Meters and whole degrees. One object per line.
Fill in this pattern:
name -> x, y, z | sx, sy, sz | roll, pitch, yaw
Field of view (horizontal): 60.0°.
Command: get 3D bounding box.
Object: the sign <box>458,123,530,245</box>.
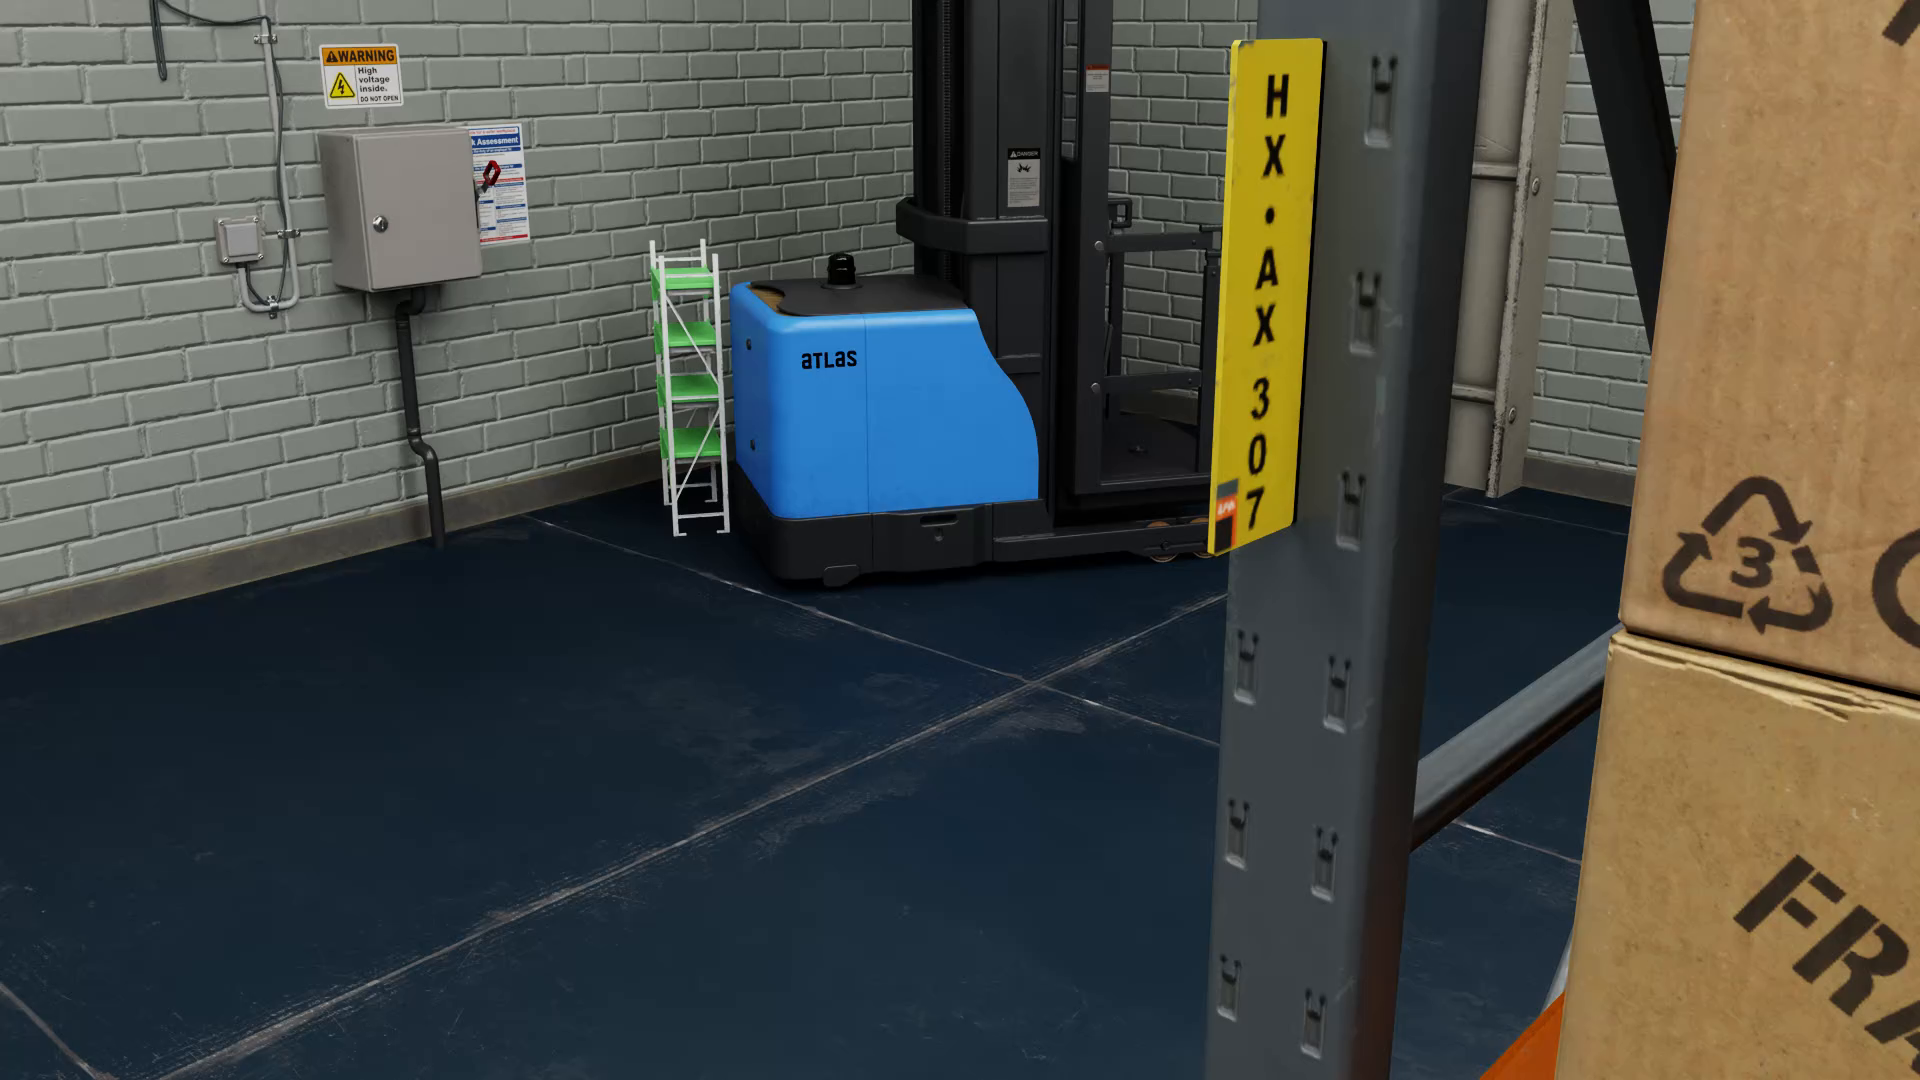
sign -> -1.986, -1.510, 7.068 | 0.001, 0.494, 0.329 | 15, 23, 39

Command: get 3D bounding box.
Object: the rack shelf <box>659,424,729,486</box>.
rack shelf -> -1.178, -0.381, 7.332 | 0.258, 0.148, 0.480 | -4, 18, -14

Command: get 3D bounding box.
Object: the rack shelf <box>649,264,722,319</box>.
rack shelf -> -1.178, -1.067, 7.114 | 0.258, 0.148, 0.480 | -4, 18, -14

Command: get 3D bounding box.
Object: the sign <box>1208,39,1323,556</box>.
sign -> 0.198, -0.155, 1.080 | 0.005, 0.325, 0.100 | 15, 23, 39

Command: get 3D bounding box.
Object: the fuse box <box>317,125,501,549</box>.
fuse box -> -2.159, -0.788, 6.766 | 0.414, 1.711, 0.539 | 15, 23, 39

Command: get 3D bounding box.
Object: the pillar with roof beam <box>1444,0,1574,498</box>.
pillar with roof beam -> -0.413, -3.584, 3.528 | 0.400, 9.000, 9.100 | 15, 23, 39

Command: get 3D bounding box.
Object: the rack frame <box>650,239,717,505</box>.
rack frame -> -1.238, -0.742, 7.466 | 0.240, 1.200, 0.015 | -4, 18, -14

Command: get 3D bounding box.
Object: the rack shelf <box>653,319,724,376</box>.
rack shelf -> -1.178, -0.838, 7.187 | 0.258, 0.148, 0.480 | -4, 18, -14

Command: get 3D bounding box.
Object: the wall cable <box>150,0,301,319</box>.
wall cable -> -2.730, -1.764, 6.030 | 0.122, 1.984, 0.588 | 15, 23, 39

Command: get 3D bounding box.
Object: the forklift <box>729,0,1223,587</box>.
forklift -> 0.596, -1.451, 6.840 | 3.031, 2.935, 1.130 | -5, 18, -16

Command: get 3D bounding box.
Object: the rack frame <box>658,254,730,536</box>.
rack frame -> -1.117, -0.599, 7.015 | 0.240, 1.200, 0.015 | -4, 18, -14

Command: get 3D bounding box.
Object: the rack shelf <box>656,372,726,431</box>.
rack shelf -> -1.178, -0.609, 7.260 | 0.258, 0.148, 0.480 | -4, 18, -14

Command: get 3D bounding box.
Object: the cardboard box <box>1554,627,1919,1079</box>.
cardboard box -> 0.739, 0.284, 1.091 | 0.500, 0.500, 0.500 | 15, 23, 39

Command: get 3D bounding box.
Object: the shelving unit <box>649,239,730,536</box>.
shelving unit -> -1.178, -0.670, 7.240 | 0.258, 1.200, 0.503 | -4, 18, -14

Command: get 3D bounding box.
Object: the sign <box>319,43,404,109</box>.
sign -> -2.350, -1.825, 6.538 | 0.001, 0.242, 0.339 | 15, 23, 39

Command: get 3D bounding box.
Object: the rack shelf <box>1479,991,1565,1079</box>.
rack shelf -> 2.067, 0.915, 0.458 | 4.000, 0.370, 1.077 | 15, 23, 39

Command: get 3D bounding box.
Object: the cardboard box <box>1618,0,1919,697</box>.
cardboard box -> 0.741, -0.193, 0.942 | 0.500, 0.500, 0.500 | 14, 23, 38
